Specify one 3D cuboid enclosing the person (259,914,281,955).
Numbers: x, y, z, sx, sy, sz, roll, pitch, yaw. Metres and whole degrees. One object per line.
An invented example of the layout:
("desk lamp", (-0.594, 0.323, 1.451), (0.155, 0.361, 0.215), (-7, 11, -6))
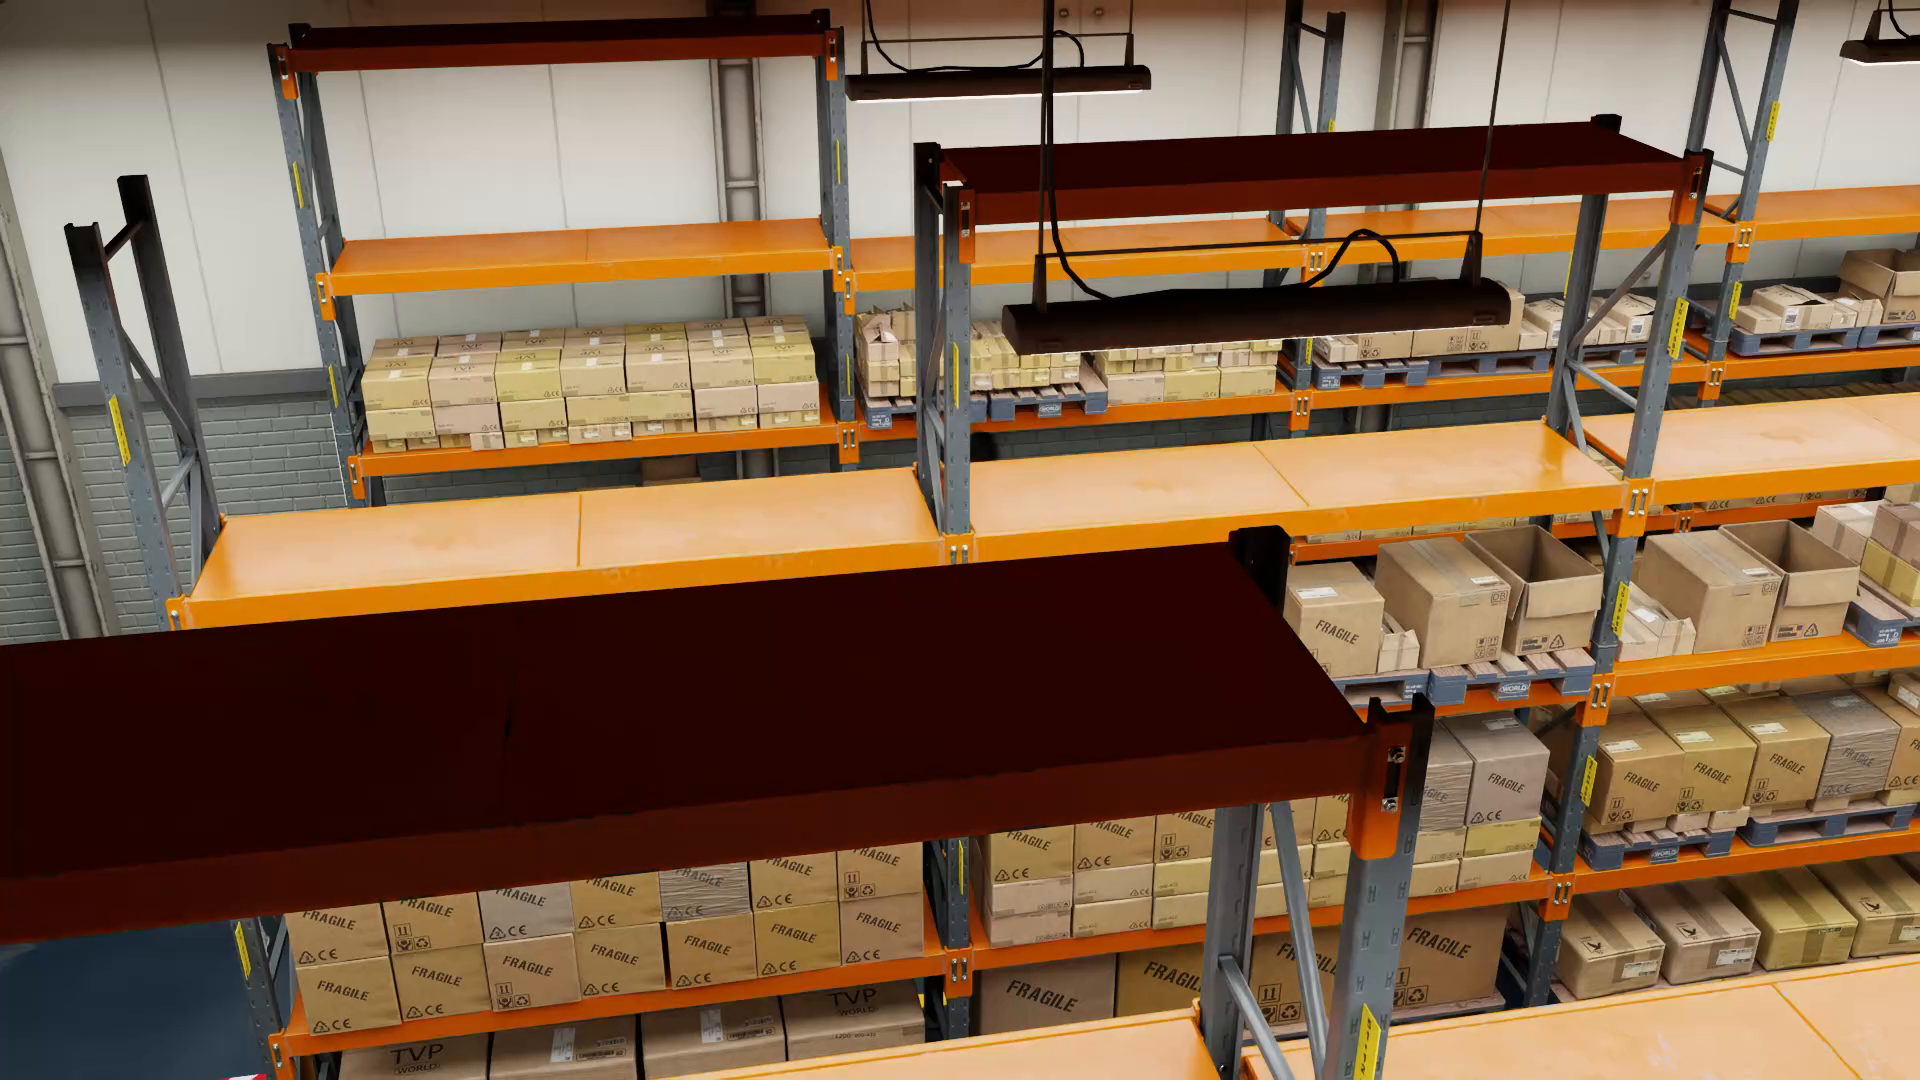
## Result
("person", (-5.175, 2.205, 11.853), (0.653, 1.673, 0.605), (-3, 26, -7))
